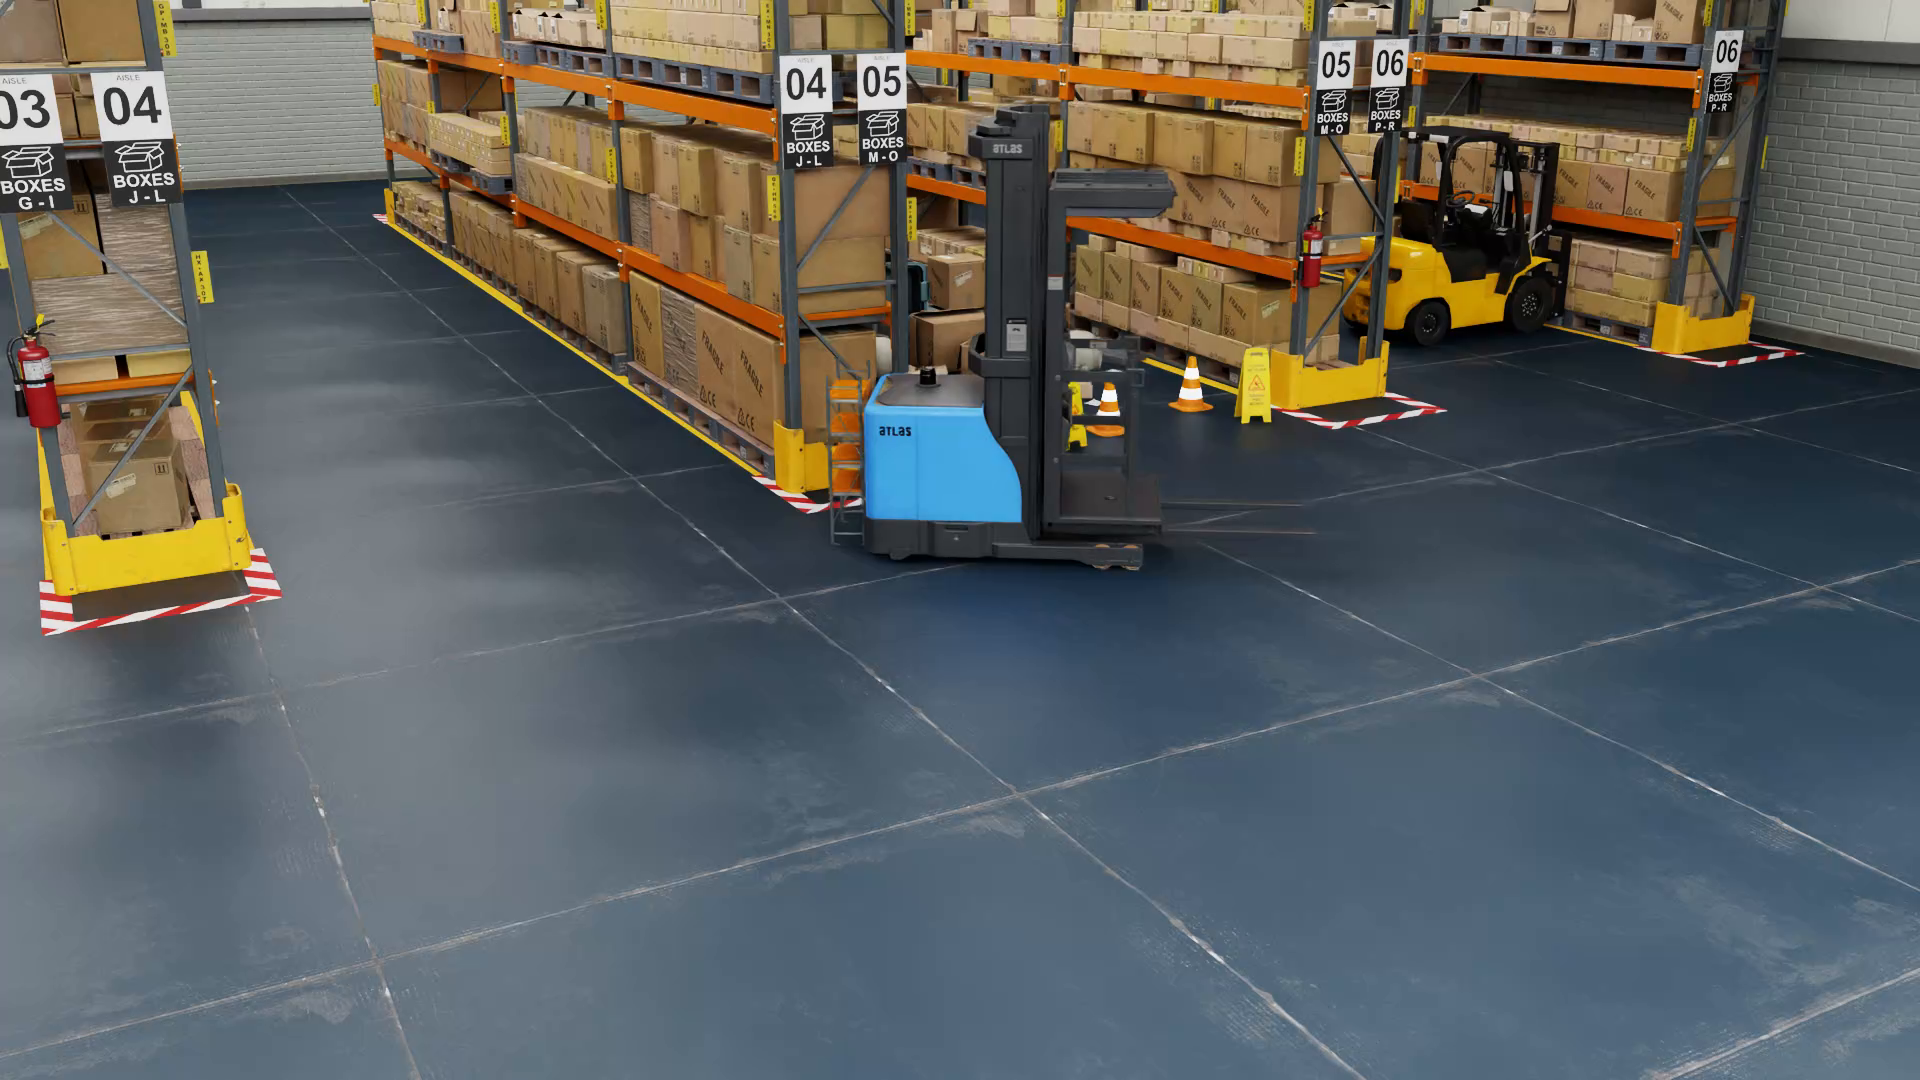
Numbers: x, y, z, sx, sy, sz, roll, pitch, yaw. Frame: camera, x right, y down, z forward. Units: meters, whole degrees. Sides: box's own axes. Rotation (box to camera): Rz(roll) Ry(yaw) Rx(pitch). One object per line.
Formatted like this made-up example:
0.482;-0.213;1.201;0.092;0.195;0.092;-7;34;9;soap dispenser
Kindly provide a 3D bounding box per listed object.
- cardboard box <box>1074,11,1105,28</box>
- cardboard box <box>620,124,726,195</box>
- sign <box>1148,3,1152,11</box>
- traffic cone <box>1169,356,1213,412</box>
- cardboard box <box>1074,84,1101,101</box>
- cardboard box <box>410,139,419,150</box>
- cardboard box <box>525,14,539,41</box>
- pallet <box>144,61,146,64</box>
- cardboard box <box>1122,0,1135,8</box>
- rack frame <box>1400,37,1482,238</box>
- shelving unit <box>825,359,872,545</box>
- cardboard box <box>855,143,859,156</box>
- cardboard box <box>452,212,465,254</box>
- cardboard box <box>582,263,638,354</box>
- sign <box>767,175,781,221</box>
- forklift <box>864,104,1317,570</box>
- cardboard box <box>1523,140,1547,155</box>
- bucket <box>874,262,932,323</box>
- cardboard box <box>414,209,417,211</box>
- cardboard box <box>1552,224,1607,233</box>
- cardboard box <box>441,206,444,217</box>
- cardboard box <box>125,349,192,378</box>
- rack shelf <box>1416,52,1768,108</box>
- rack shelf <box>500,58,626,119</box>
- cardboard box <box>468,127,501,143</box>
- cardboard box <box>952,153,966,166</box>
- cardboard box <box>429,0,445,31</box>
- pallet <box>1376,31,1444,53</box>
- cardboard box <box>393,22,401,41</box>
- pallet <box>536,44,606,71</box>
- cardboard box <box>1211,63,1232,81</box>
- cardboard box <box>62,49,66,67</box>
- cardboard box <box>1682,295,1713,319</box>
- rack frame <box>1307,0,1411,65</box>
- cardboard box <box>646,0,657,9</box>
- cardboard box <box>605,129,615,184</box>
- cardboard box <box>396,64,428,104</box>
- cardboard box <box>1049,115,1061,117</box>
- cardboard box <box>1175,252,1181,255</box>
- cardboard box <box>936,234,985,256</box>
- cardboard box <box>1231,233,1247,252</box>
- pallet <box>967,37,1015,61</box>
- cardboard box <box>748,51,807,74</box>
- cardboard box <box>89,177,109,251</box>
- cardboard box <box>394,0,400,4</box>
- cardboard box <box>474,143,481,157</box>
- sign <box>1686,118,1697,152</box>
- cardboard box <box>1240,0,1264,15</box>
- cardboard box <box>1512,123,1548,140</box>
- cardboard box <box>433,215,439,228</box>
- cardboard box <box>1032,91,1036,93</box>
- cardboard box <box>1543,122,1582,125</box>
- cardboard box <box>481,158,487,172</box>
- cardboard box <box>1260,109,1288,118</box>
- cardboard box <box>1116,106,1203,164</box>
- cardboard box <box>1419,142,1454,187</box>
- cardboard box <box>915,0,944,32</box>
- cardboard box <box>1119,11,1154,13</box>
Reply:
1.403;-5.390;17.216;0.380;0.149;0.250;-10;22;-28;cardboard box
-2.622;-3.529;15.374;0.875;0.550;0.550;-10;21;-27;cardboard box
2.015;-5.603;17.879;0.100;0.325;0.005;-10;21;-27;sign
2.101;-1.431;15.068;0.336;0.463;0.334;-10;21;-27;traffic cone
2.142;-6.993;26.502;0.700;0.500;0.500;-9;21;-25;cardboard box
-7.713;-5.720;23.994;0.380;0.149;0.250;-10;21;-26;cardboard box
-4.279;-5.414;17.557;0.500;0.250;0.500;-9;21;-25;cardboard box
-7.380;-3.842;13.857;1.213;0.211;1.003;-10;21;-27;pallet
2.648;-8.020;24.808;0.380;0.149;0.250;-10;21;-26;cardboard box
5.908;-4.624;20.434;1.000;3.000;0.127;-10;21;-27;rack frame
-0.760;-0.614;11.567;0.258;1.200;0.503;1;19;4;shelving unit
-1.083;-5.181;22.277;0.500;0.250;0.500;-10;21;-26;cardboard box
-6.449;-4.119;22.158;0.500;0.500;0.500;-9;21;-25;cardboard box
-3.141;-2.358;16.671;1.050;0.750;0.750;-10;21;-27;cardboard box
-1.352;-2.490;12.110;0.100;0.325;0.005;-10;21;-27;sign
0.895;-1.364;11.091;3.031;2.935;1.130;1;19;4;forklift
6.544;-4.399;18.633;0.380;0.149;0.250;-10;22;-28;cardboard box
-0.674;-2.548;17.105;0.726;0.611;0.620;-3;9;-8;bucket
-7.948;-4.873;24.881;0.380;0.149;0.250;-10;21;-27;cardboard box
7.040;-3.451;19.072;0.500;0.250;0.500;-10;22;-28;cardboard box
-6.964;-4.549;23.031;0.380;0.149;0.250;-9;21;-25;cardboard box
-5.206;-1.171;10.812;0.380;0.149;0.250;-10;21;-27;cardboard box
6.857;-5.128;18.398;1.077;0.370;4.000;-10;21;-27;rack shelf
-3.717;-4.711;17.189;1.077;0.370;4.000;-10;21;-27;rack shelf
-5.675;-4.861;19.950;0.380;0.149;0.250;-9;21;-25;cardboard box
0.122;-4.649;20.247;0.380;0.149;0.250;-9;21;-23;cardboard box
-6.483;-6.893;21.613;0.700;0.500;0.500;-10;21;-27;cardboard box
5.477;-6.203;20.704;0.805;0.209;1.217;-11;22;-29;pallet
-7.740;-7.234;23.630;0.500;0.250;0.500;-10;21;-27;cardboard box
-3.781;-5.038;17.325;1.003;0.211;1.213;-9;21;-24;pallet
2.560;-4.360;15.453;0.380;0.149;0.250;-10;21;-27;cardboard box
-6.725;-3.715;12.821;0.380;0.149;0.250;-10;21;-26;cardboard box
7.746;-2.546;17.983;0.500;0.250;0.500;-10;21;-26;cardboard box
3.441;-5.542;13.897;1.000;3.000;0.127;-10;21;-27;rack frame
-2.408;-4.531;13.931;0.380;0.149;0.250;-10;21;-26;cardboard box
-3.008;-3.720;16.128;0.700;0.500;0.500;-10;22;-28;cardboard box
-7.768;-6.552;23.877;0.500;0.500;0.500;-11;22;-28;cardboard box
1.110;-4.708;19.422;0.500;0.500;0.500;-10;21;-27;cardboard box
2.301;-2.834;17.666;0.500;0.500;0.500;-10;21;-26;cardboard box
0.259;-3.585;20.806;0.950;0.372;0.625;-10;22;-28;cardboard box
2.754;-2.794;15.515;0.380;0.149;0.250;-10;22;-28;cardboard box
0.846;-5.675;19.167;1.213;0.211;1.003;-10;21;-27;pallet
-1.324;-3.498;12.160;0.380;0.149;0.250;-10;21;-27;cardboard box
-5.533;-2.176;11.198;0.500;0.500;0.500;-10;21;-27;cardboard box
-7.731;-7.611;23.344;0.380;0.149;0.250;-10;22;-28;cardboard box
-5.558;-4.650;19.794;0.380;0.149;0.250;-9;21;-25;cardboard box
7.323;-4.055;16.647;0.100;0.325;0.005;-10;21;-27;sign
4.138;-7.238;22.459;0.500;0.500;0.500;-10;21;-26;cardboard box
6.479;-4.624;18.829;0.380;0.149;0.250;-10;21;-27;cardboard box
-7.135;-4.464;23.239;0.380;0.149;0.250;-11;22;-29;cardboard box
1.136;-7.757;29.286;0.500;0.250;0.500;-9;21;-25;cardboard box
6.905;-4.701;19.054;0.380;0.149;0.250;-10;22;-27;cardboard box
-5.422;-4.429;19.608;0.380;0.149;0.250;-10;21;-27;cardboard box
4.308;-5.770;22.607;0.380;0.149;0.250;-10;21;-26;cardboard box
1.997;-4.057;16.647;0.700;0.500;0.500;-11;22;-28;cardboard box
5.889;-4.504;19.931;0.500;0.500;0.500;-11;22;-28;cardboard box
-0.670;-6.753;21.202;0.797;0.503;0.637;-11;22;-30;cardboard box
1.884;-5.473;17.459;0.380;0.149;0.250;-9;21;-26;cardboard box
